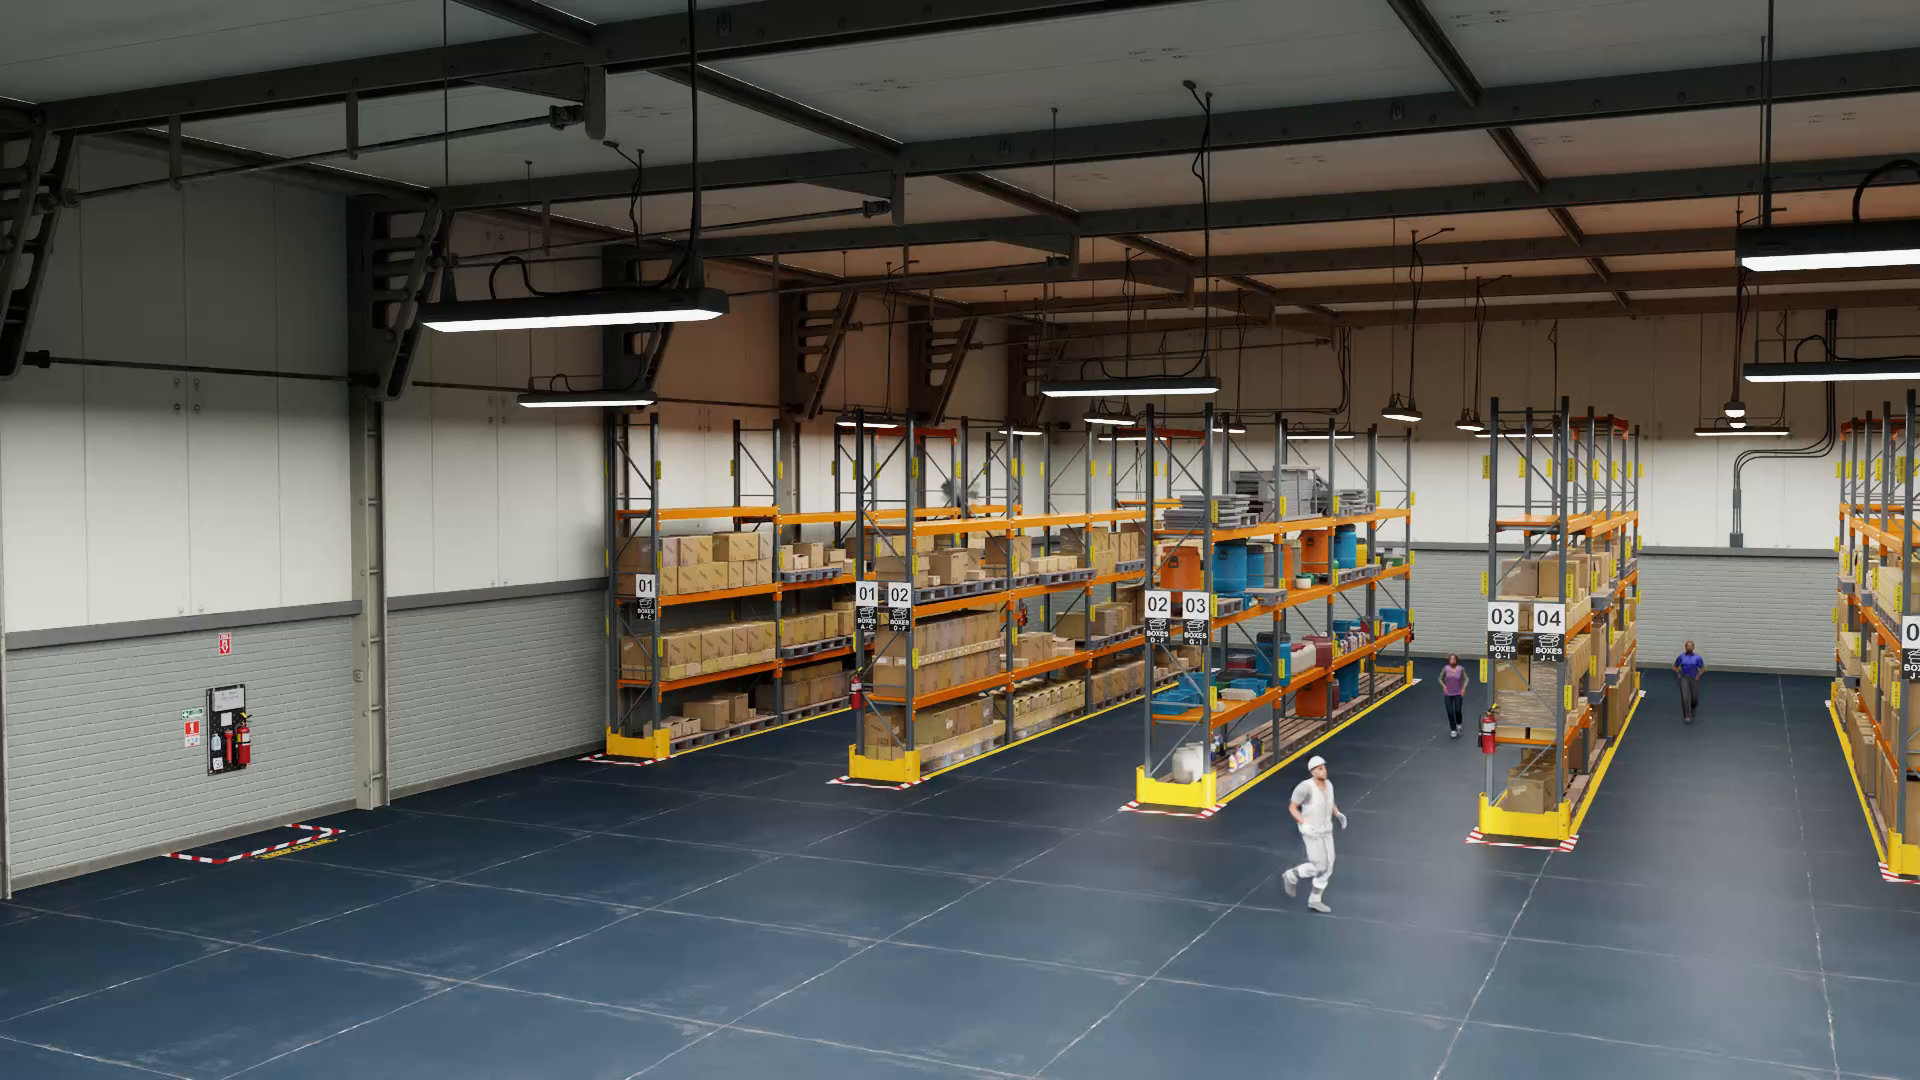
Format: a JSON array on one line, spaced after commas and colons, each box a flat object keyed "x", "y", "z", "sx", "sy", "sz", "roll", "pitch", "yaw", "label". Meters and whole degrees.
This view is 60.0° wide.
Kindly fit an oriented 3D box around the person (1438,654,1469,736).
[{"x": 9.219, "y": 2.906, "z": 31.115, "sx": 0.540, "sy": 1.561, "sz": 0.520, "roll": 1, "pitch": 3, "yaw": 21, "label": "person"}]

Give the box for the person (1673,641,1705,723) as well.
[{"x": 14.473, "y": 2.809, "z": 33.032, "sx": 0.574, "sy": 1.603, "sz": 0.546, "roll": 1, "pitch": 3, "yaw": 24, "label": "person"}]

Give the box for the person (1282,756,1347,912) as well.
[{"x": 4.051, "y": 3.333, "z": 18.986, "sx": 0.635, "sy": 1.754, "sz": 0.647, "roll": -2, "pitch": 3, "yaw": -35, "label": "person"}]
